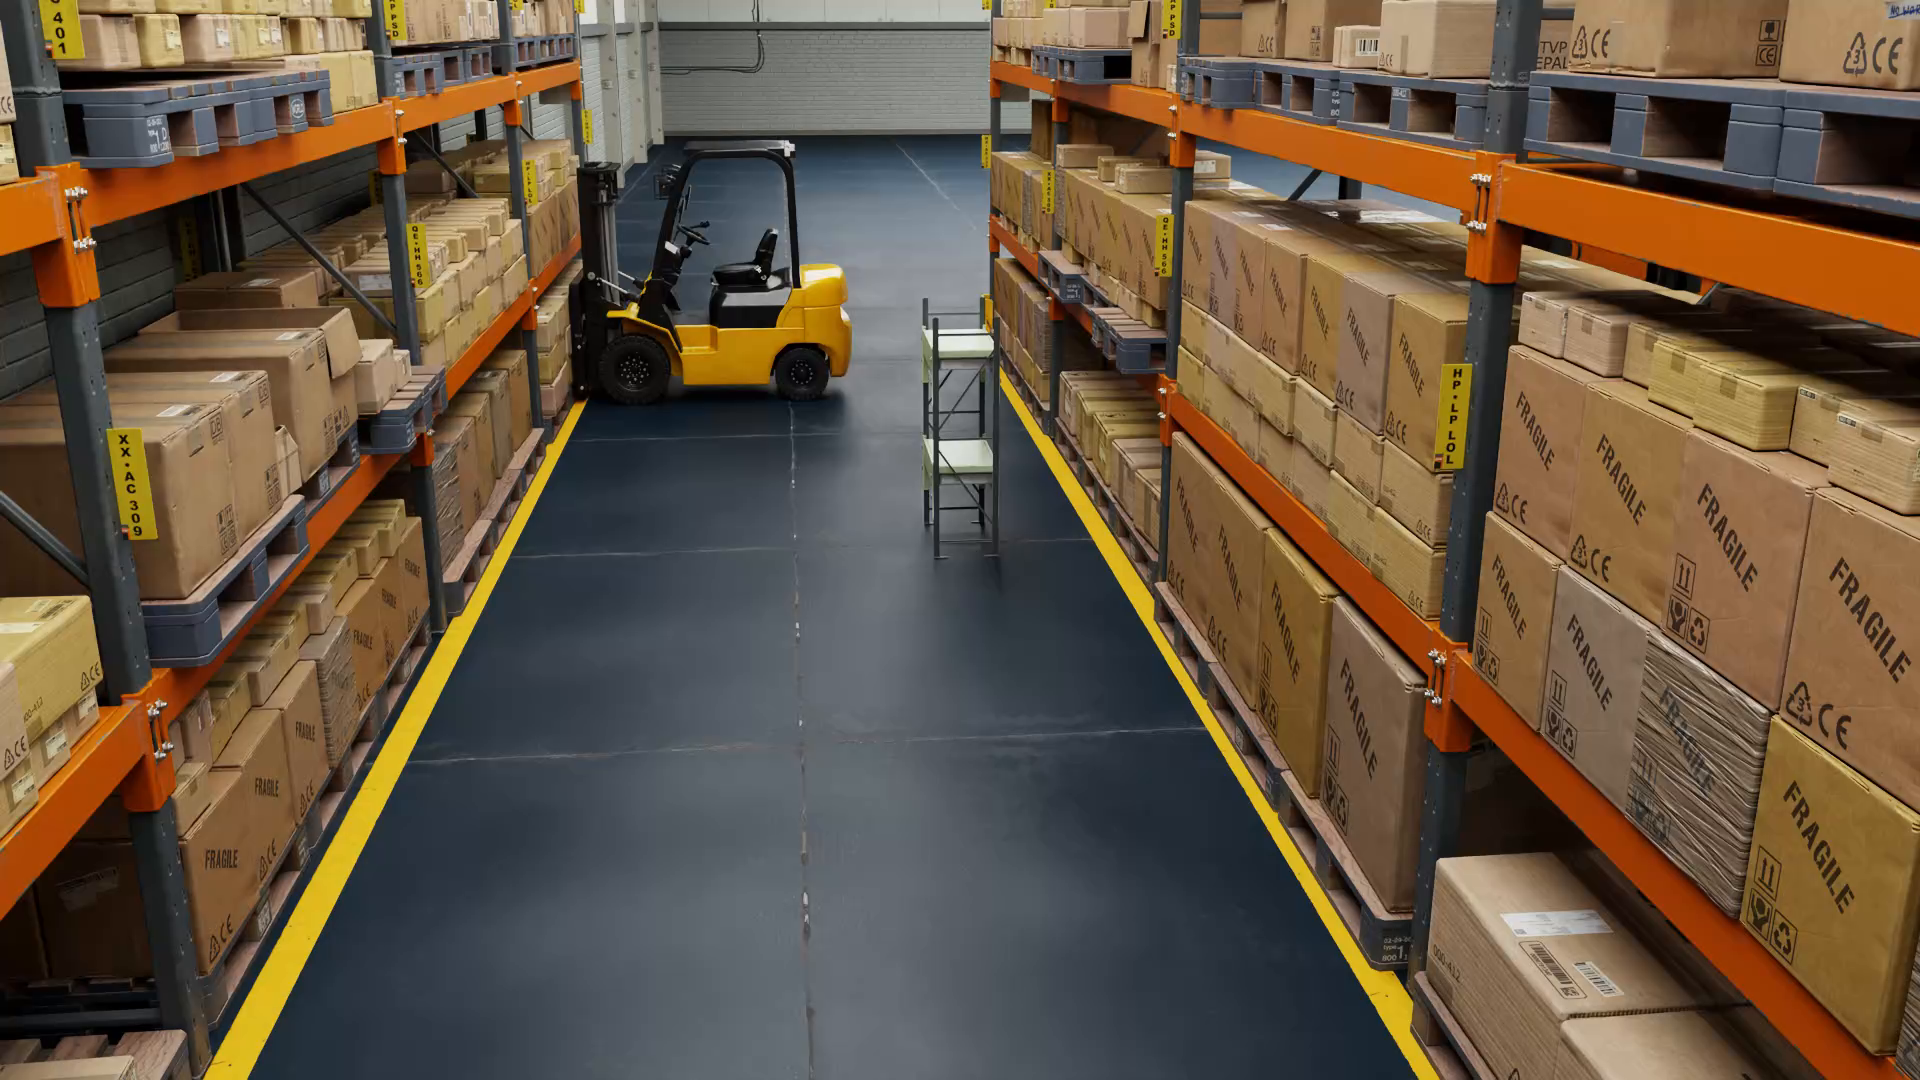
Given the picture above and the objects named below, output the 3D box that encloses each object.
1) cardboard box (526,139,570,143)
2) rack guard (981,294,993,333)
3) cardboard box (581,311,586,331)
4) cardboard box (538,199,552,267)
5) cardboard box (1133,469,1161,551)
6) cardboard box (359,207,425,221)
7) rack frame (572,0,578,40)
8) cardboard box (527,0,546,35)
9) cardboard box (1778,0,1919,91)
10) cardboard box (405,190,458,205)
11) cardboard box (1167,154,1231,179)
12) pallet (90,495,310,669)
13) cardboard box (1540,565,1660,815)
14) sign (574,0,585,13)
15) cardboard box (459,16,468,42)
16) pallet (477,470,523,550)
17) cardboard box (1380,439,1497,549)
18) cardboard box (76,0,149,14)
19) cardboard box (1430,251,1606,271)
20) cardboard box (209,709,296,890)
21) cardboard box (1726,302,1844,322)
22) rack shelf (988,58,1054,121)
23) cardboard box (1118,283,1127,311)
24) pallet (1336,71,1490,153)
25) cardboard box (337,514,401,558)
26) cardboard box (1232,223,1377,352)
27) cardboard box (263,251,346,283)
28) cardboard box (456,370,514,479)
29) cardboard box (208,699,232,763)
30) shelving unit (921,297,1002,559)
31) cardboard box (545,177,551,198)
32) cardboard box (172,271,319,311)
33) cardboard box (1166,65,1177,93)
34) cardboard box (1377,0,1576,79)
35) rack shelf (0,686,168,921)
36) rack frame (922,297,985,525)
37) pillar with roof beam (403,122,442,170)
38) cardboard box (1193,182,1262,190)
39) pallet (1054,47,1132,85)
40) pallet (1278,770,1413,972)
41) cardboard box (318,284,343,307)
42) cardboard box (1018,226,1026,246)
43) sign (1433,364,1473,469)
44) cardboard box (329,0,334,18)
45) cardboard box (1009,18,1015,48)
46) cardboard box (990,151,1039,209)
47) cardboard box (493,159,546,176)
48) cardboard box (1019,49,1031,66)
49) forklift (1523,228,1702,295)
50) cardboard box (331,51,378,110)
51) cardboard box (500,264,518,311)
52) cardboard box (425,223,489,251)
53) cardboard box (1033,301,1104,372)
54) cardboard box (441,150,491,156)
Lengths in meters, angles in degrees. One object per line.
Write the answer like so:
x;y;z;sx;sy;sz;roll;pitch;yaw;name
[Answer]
-3.886;-3.699;15.706;0.380;0.149;0.250;-2;18;-5;cardboard box
0.812;-2.240;16.976;1.175;0.500;0.348;-2;18;-6;rack guard
-3.656;-1.989;15.060;0.500;0.250;0.500;-2;18;-7;cardboard box
-3.576;-2.451;13.310;0.500;0.500;0.500;-1;17;-5;cardboard box
1.581;-0.187;9.950;0.950;0.372;0.625;-3;18;-9;cardboard box
-3.896;-2.198;11.422;0.380;0.149;0.250;-2;18;-6;cardboard box
-4.132;-6.163;15.283;1.000;3.000;0.127;-2;18;-6;rack frame
-3.816;-4.421;13.702;0.797;0.503;0.637;-1;17;-4;cardboard box
2.213;-1.207;3.466;0.797;0.503;0.637;0;17;-1;cardboard box
-4.008;-2.554;12.553;0.380;0.149;0.250;-2;18;-6;cardboard box
1.625;-2.546;11.332;0.380;0.149;0.250;-3;18;-8;cardboard box
-2.868;0.125;5.592;1.003;0.211;1.213;-2;18;-6;pallet
1.878;0.371;4.322;0.500;0.500;0.500;-2;18;-5;cardboard box
-3.591;-5.129;15.652;0.100;0.325;0.005;-2;18;-6;sign
-3.225;-3.120;10.151;0.380;0.149;0.250;-2;18;-6;cardboard box
-3.476;-0.196;10.948;1.003;0.211;1.213;-2;18;-6;pallet
1.755;-0.170;5.628;0.500;0.250;0.500;-2;18;-6;cardboard box
-2.489;-1.529;4.586;0.380;0.149;0.250;-1;17;-4;cardboard box
2.154;-0.845;6.523;0.500;0.500;0.500;-2;18;-7;cardboard box
-2.785;0.958;6.091;0.500;0.500;0.500;-2;18;-6;cardboard box
2.310;-0.550;4.502;0.380;0.149;0.250;-1;17;-4;cardboard box
1.011;-3.947;14.434;1.077;0.370;4.000;-2;18;-6;rack shelf
1.174;-1.469;10.066;0.380;0.149;0.250;-3;18;-8;cardboard box
1.899;-1.491;5.730;0.805;0.209;1.217;-2;18;-8;pallet
-2.945;-0.014;8.104;0.380;0.149;0.250;-3;18;-9;cardboard box
1.536;-1.139;7.463;0.500;0.500;0.500;-1;17;-4;cardboard box
-3.646;-1.518;9.255;0.380;0.149;0.250;-2;18;-6;cardboard box
-3.582;-0.789;11.447;0.875;0.625;0.625;-2;18;-6;cardboard box
-2.810;0.686;5.872;0.380;0.149;0.250;-3;18;-9;cardboard box
-0.001;-0.718;10.459;0.431;1.500;0.755;-2;18;-6;shelving unit
-3.551;-2.877;13.583;0.380;0.149;0.250;-2;18;-6;cardboard box
-3.410;-1.007;8.008;0.500;0.500;0.500;-1;17;-3;cardboard box
1.355;-2.544;9.183;0.380;0.149;0.250;-2;18;-6;cardboard box
1.742;-1.725;5.603;0.500;0.311;0.500;-2;18;-6;cardboard box
-2.688;1.214;3.003;1.077;0.370;4.000;-2;18;-6;rack shelf
-0.038;-0.827;10.806;0.400;1.500;0.023;-2;18;-6;rack frame
-0.675;-6.060;14.957;9.100;9.000;0.400;-2;18;-6;pillar with roof beam
1.647;-2.065;10.882;0.500;0.500;0.500;-2;18;-8;cardboard box
1.285;-3.108;10.876;1.213;0.211;1.003;-2;18;-6;pallet
1.888;1.223;6.428;1.003;0.211;1.213;-2;18;-6;pallet
-3.630;-1.209;8.936;0.500;0.250;0.500;-1;17;-4;cardboard box
0.714;-2.685;14.641;0.380;0.149;0.250;-2;18;-5;cardboard box
1.504;-0.375;5.061;0.100;0.325;0.005;-2;18;-6;sign
-3.055;-2.434;7.501;0.380;0.149;0.250;-2;18;-8;cardboard box
0.712;-4.495;14.732;0.500;0.250;0.500;-1;17;-4;cardboard box
0.578;-3.495;16.137;0.500;0.500;0.500;-2;18;-6;cardboard box
-3.588;-3.019;13.539;0.380;0.149;0.250;-2;18;-7;cardboard box
0.721;-4.195;14.443;0.380;0.149;0.250;-2;18;-7;cardboard box
3.402;-1.146;9.433;1.130;2.935;3.031;-1;17;-4;forklift
-3.013;-2.131;7.700;0.500;0.250;0.500;-2;18;-7;cardboard box
-3.350;-1.745;11.479;0.500;0.250;0.500;-2;18;-6;cardboard box
-3.198;-1.914;10.518;0.380;0.149;0.250;-2;18;-7;cardboard box
0.889;-1.677;13.649;0.500;0.500;0.500;-2;18;-6;cardboard box
-4.284;-3.302;14.442;0.380;0.149;0.250;-2;18;-7;cardboard box
